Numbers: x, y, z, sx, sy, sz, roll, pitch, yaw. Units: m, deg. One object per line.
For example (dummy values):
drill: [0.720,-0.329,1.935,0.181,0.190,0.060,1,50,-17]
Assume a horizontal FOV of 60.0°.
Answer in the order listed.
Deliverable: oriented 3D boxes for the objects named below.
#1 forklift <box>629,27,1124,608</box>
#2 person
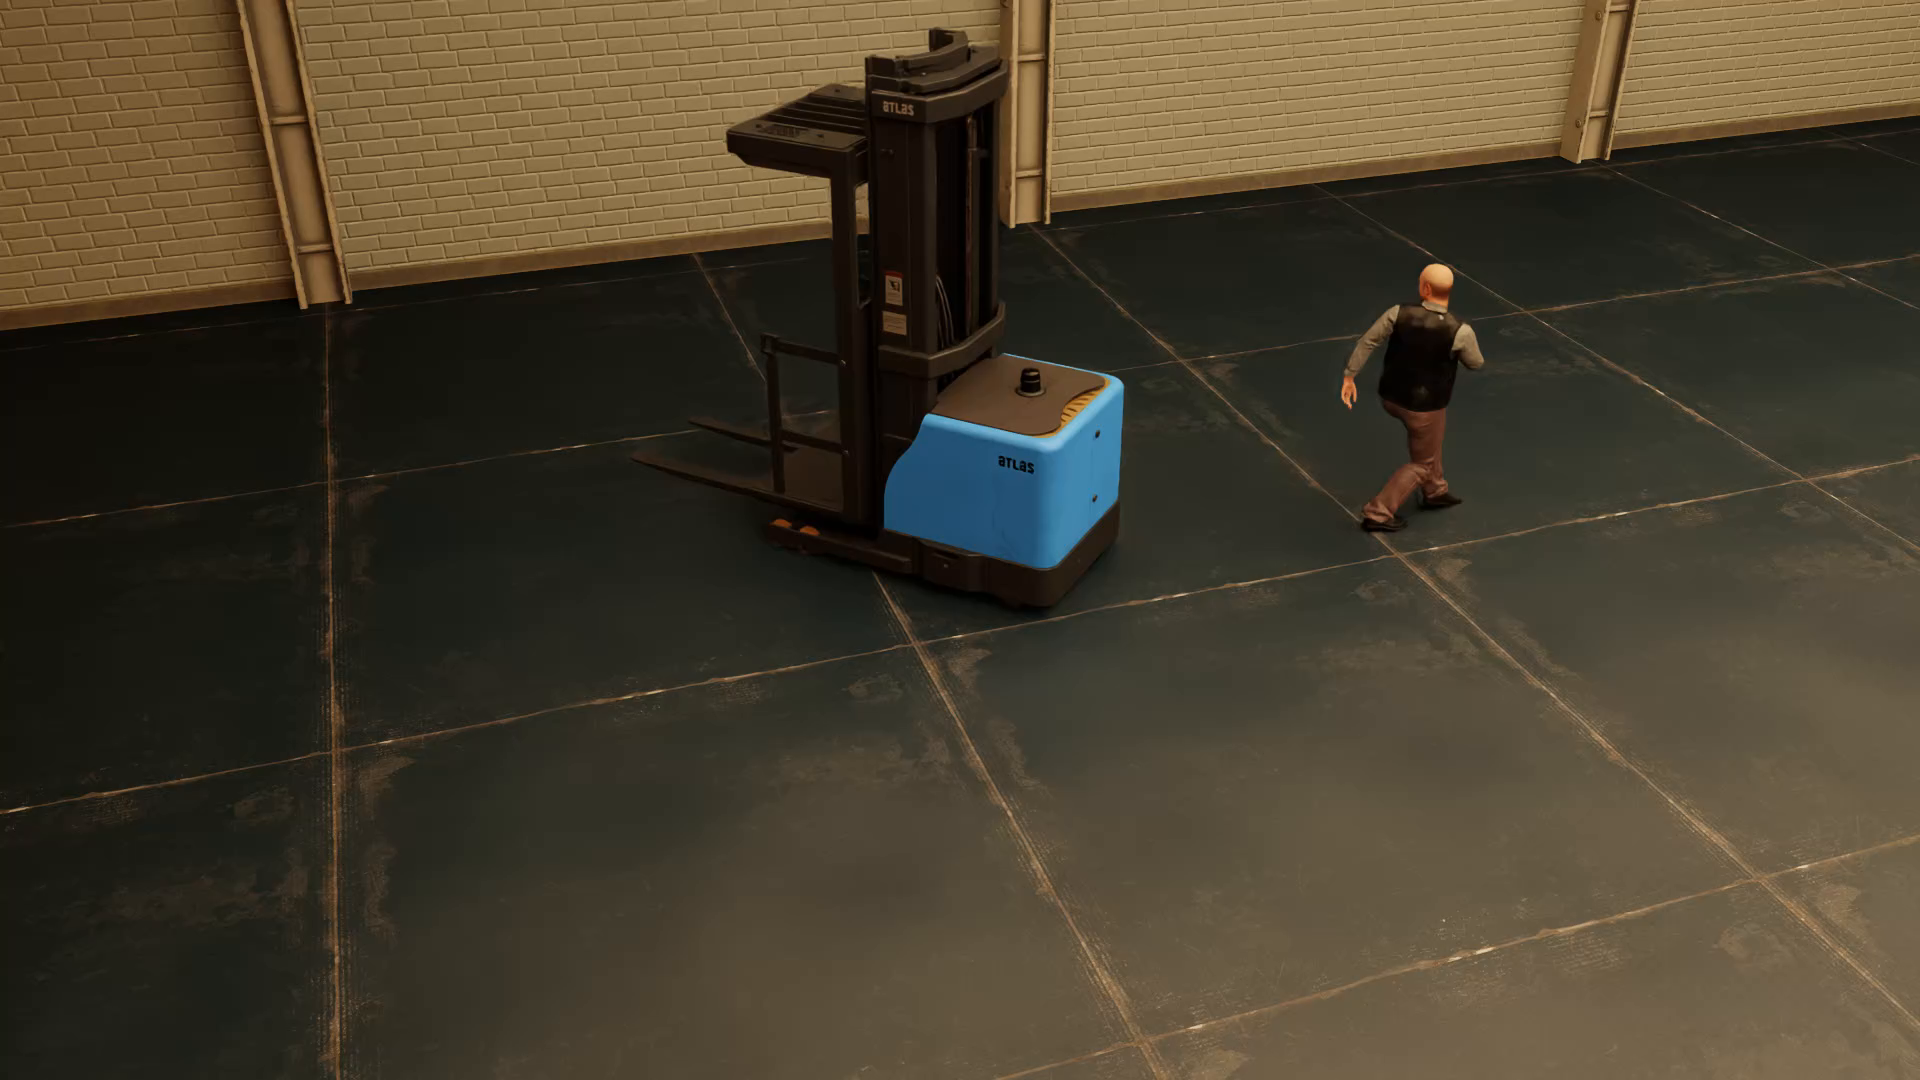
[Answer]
forklift: [-0.599,-1.399,9.519,3.031,2.935,1.130,15,33,24]
person: [2.738,-0.847,9.875,0.938,1.668,0.556,-18,35,-28]
